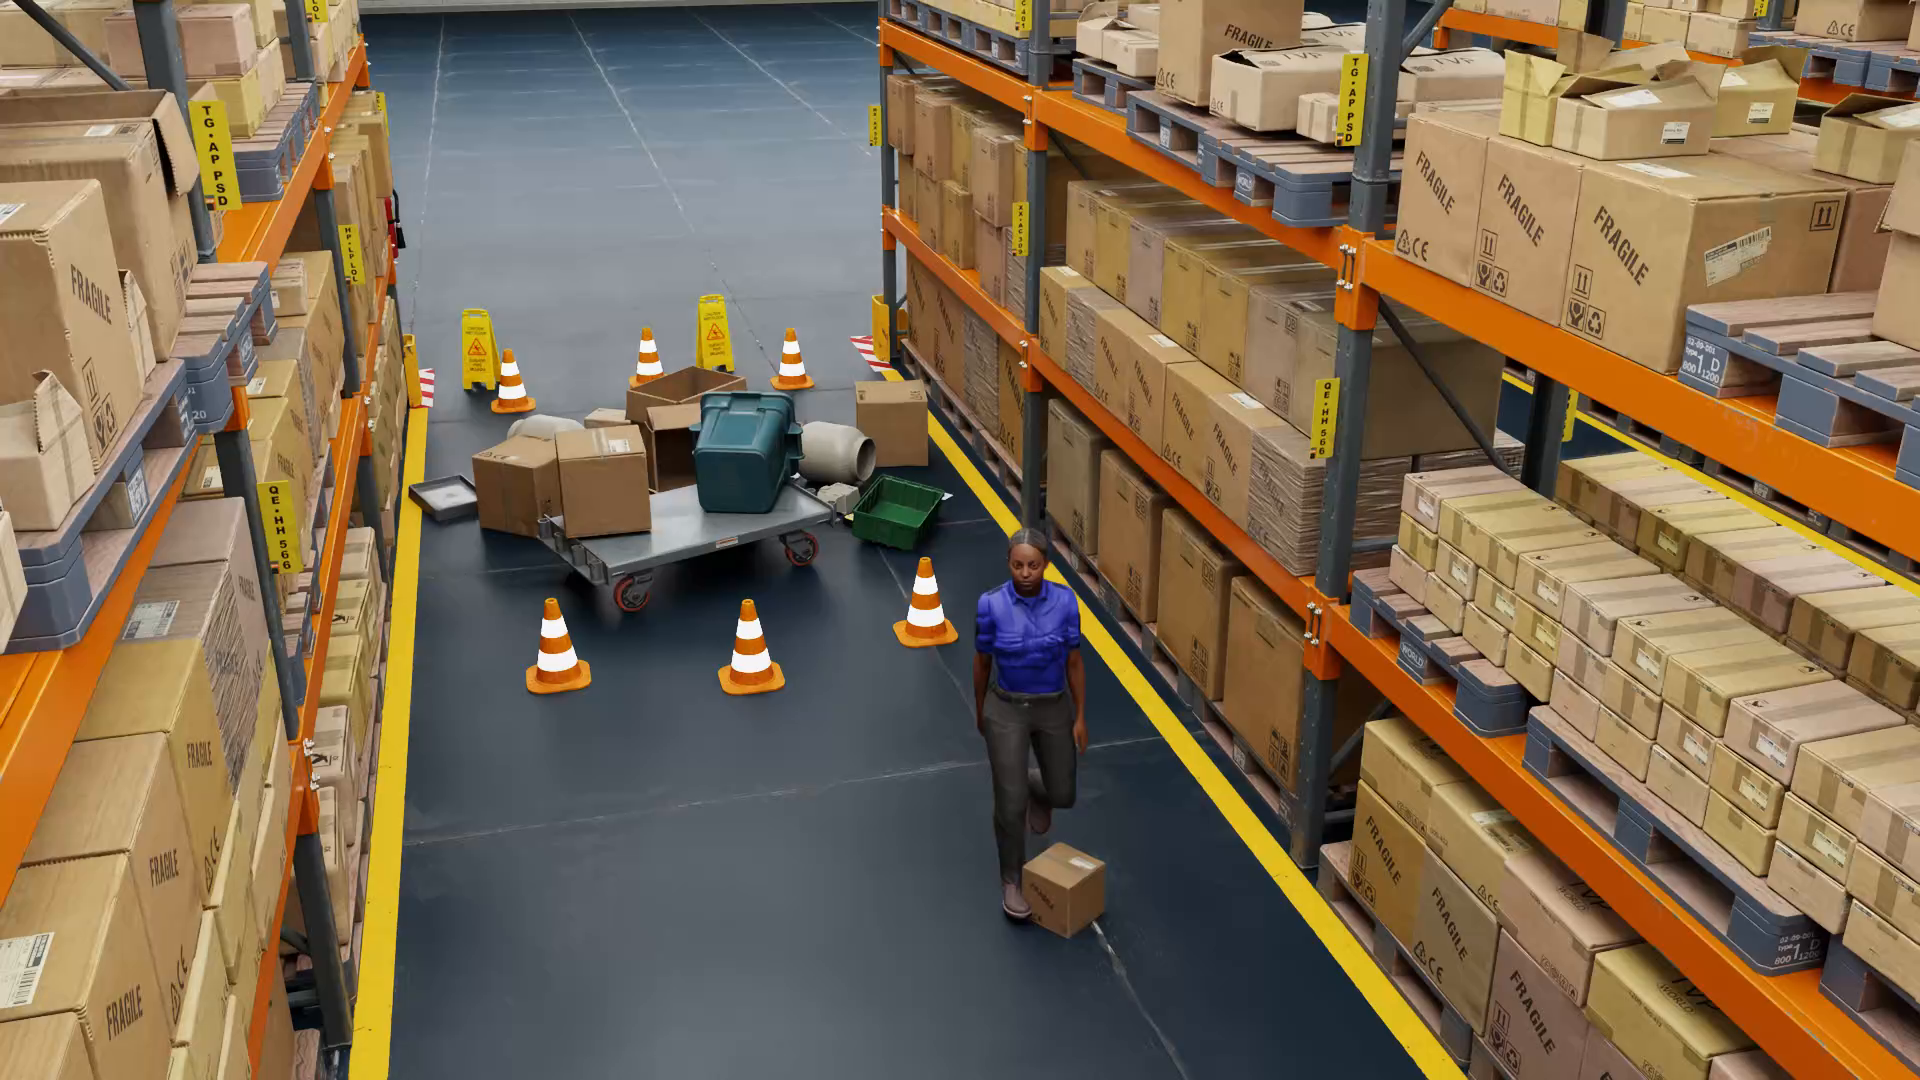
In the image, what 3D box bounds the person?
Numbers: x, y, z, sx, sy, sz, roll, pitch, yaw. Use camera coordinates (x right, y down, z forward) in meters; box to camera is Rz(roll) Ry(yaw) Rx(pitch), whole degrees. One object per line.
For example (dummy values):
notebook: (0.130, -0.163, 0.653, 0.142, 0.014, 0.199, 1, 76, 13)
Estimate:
person: (0.279, 0.695, 6.920, 0.454, 1.635, 0.704, -3, 23, -7)
